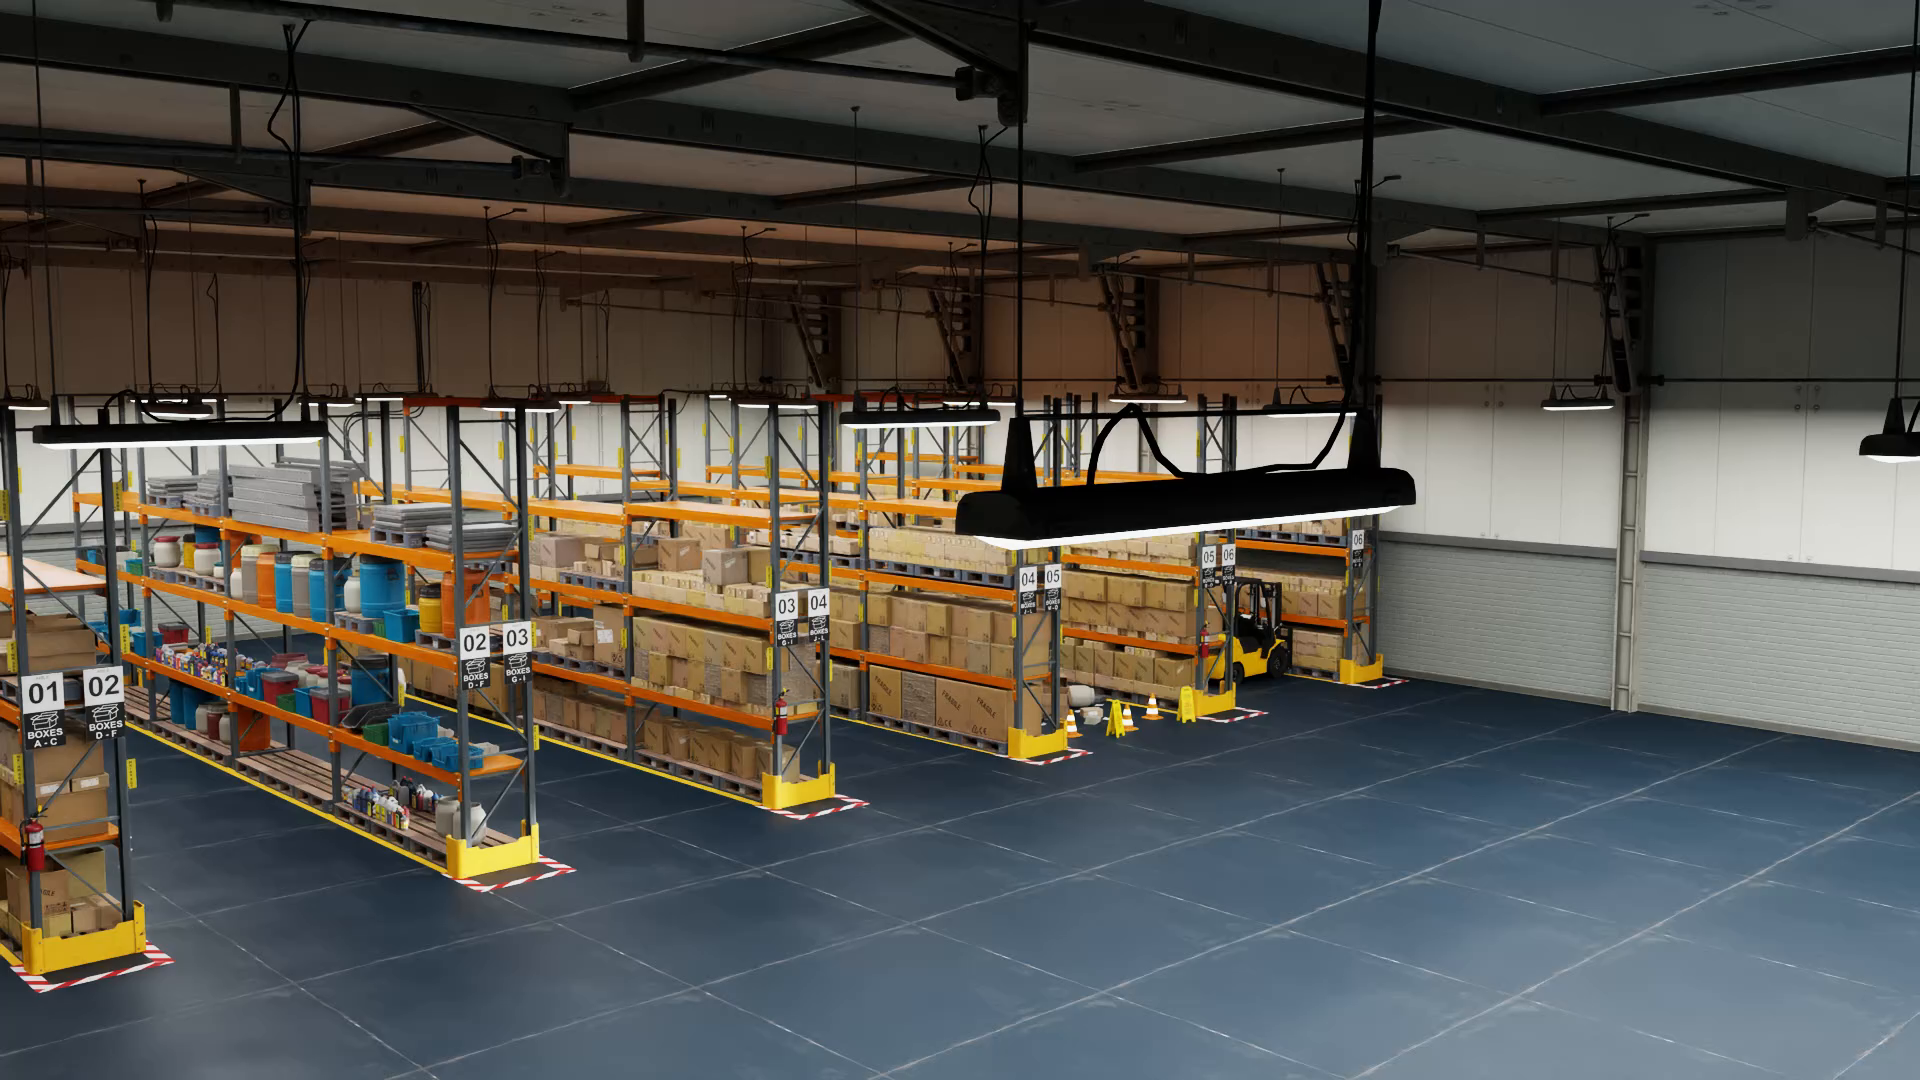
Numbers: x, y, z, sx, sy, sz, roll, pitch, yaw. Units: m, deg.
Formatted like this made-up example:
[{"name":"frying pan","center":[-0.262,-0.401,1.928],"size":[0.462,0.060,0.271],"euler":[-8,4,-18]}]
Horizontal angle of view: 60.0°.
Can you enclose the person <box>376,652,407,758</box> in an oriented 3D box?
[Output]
[{"name":"person","center":[-9.548,2.770,27.850],"size":[0.631,1.752,0.703],"euler":[-5,7,-41]}]
